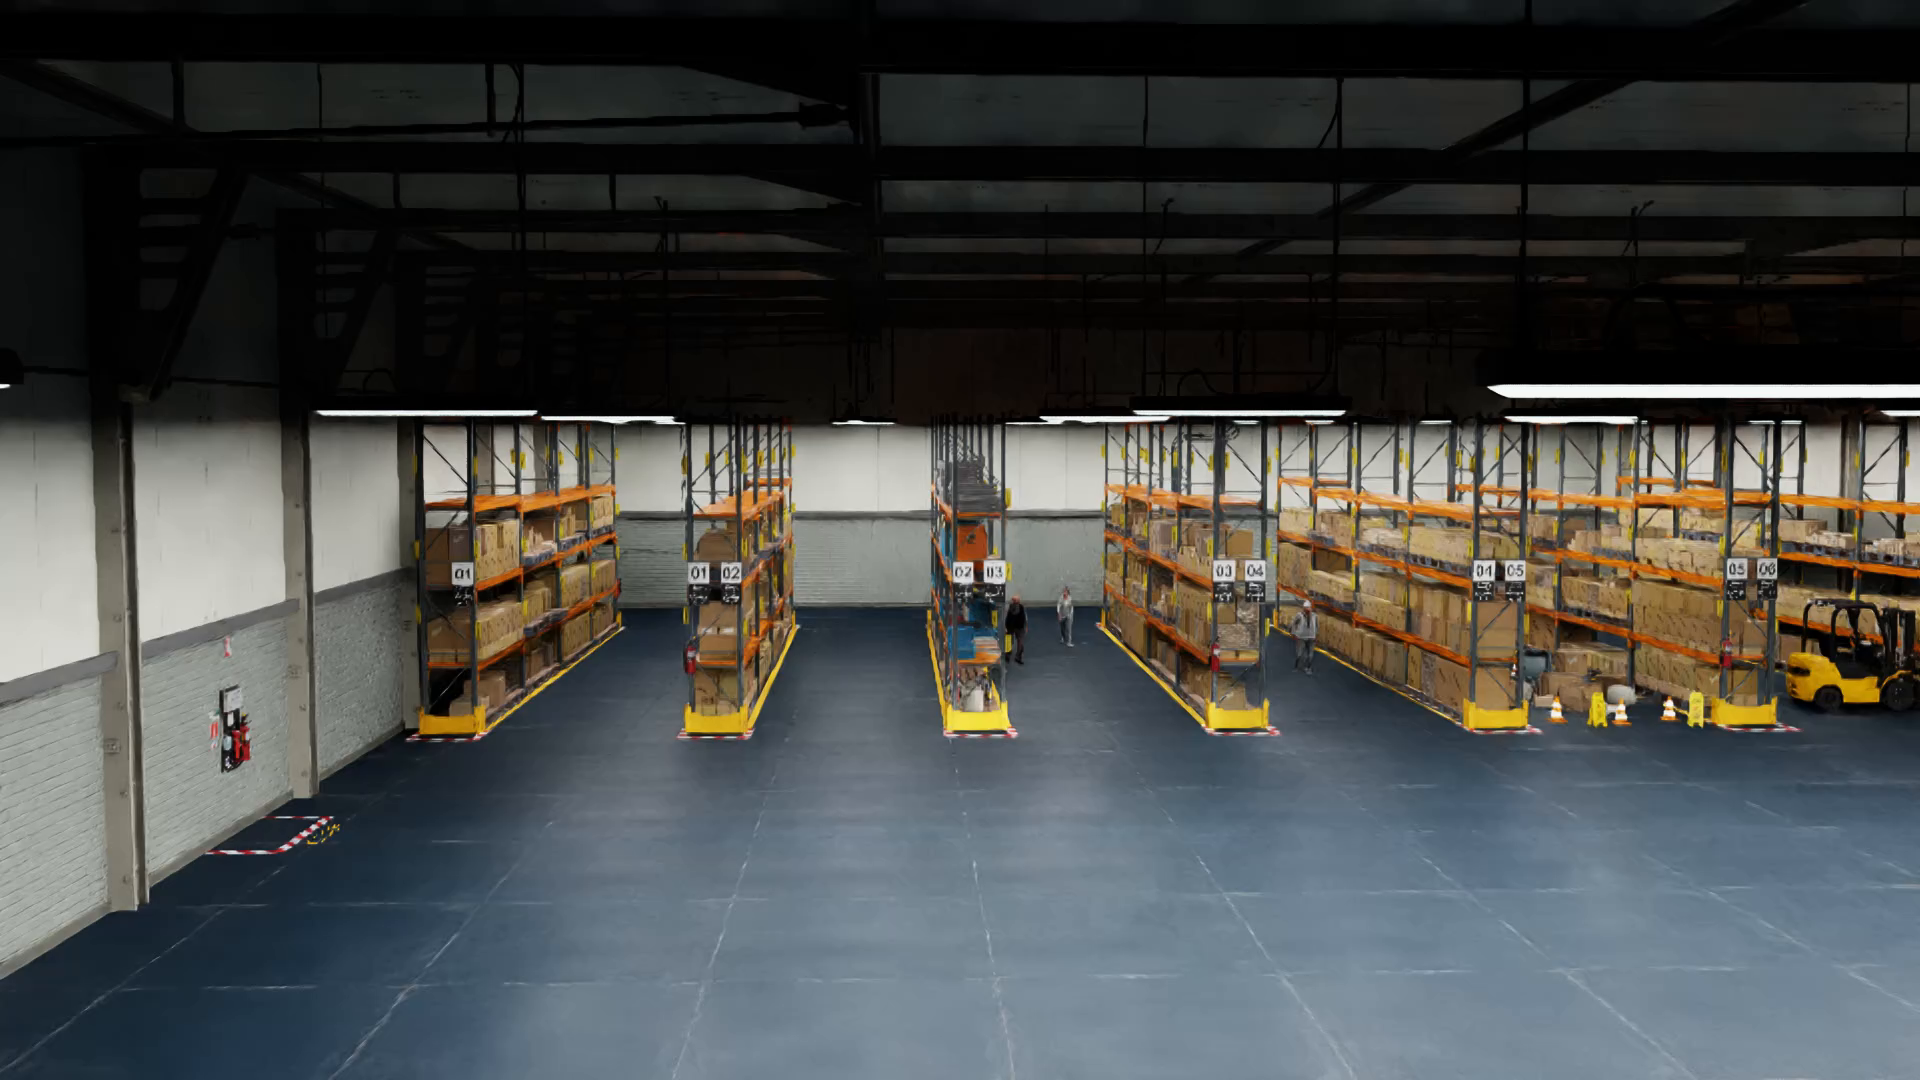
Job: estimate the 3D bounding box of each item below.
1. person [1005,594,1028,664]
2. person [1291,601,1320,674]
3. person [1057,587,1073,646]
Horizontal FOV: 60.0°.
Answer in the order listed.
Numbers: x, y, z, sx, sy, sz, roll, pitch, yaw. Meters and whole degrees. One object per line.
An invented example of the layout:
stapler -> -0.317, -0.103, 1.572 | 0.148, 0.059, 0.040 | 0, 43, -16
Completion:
person -> 1.314, 2.136, 40.367 | 0.662, 1.689, 0.678 | -1, 4, -12
person -> 7.986, 2.253, 38.445 | 0.677, 1.725, 0.574 | 0, 4, -5
person -> 2.754, 1.991, 43.601 | 0.417, 1.504, 1.036 | 0, 4, 1
